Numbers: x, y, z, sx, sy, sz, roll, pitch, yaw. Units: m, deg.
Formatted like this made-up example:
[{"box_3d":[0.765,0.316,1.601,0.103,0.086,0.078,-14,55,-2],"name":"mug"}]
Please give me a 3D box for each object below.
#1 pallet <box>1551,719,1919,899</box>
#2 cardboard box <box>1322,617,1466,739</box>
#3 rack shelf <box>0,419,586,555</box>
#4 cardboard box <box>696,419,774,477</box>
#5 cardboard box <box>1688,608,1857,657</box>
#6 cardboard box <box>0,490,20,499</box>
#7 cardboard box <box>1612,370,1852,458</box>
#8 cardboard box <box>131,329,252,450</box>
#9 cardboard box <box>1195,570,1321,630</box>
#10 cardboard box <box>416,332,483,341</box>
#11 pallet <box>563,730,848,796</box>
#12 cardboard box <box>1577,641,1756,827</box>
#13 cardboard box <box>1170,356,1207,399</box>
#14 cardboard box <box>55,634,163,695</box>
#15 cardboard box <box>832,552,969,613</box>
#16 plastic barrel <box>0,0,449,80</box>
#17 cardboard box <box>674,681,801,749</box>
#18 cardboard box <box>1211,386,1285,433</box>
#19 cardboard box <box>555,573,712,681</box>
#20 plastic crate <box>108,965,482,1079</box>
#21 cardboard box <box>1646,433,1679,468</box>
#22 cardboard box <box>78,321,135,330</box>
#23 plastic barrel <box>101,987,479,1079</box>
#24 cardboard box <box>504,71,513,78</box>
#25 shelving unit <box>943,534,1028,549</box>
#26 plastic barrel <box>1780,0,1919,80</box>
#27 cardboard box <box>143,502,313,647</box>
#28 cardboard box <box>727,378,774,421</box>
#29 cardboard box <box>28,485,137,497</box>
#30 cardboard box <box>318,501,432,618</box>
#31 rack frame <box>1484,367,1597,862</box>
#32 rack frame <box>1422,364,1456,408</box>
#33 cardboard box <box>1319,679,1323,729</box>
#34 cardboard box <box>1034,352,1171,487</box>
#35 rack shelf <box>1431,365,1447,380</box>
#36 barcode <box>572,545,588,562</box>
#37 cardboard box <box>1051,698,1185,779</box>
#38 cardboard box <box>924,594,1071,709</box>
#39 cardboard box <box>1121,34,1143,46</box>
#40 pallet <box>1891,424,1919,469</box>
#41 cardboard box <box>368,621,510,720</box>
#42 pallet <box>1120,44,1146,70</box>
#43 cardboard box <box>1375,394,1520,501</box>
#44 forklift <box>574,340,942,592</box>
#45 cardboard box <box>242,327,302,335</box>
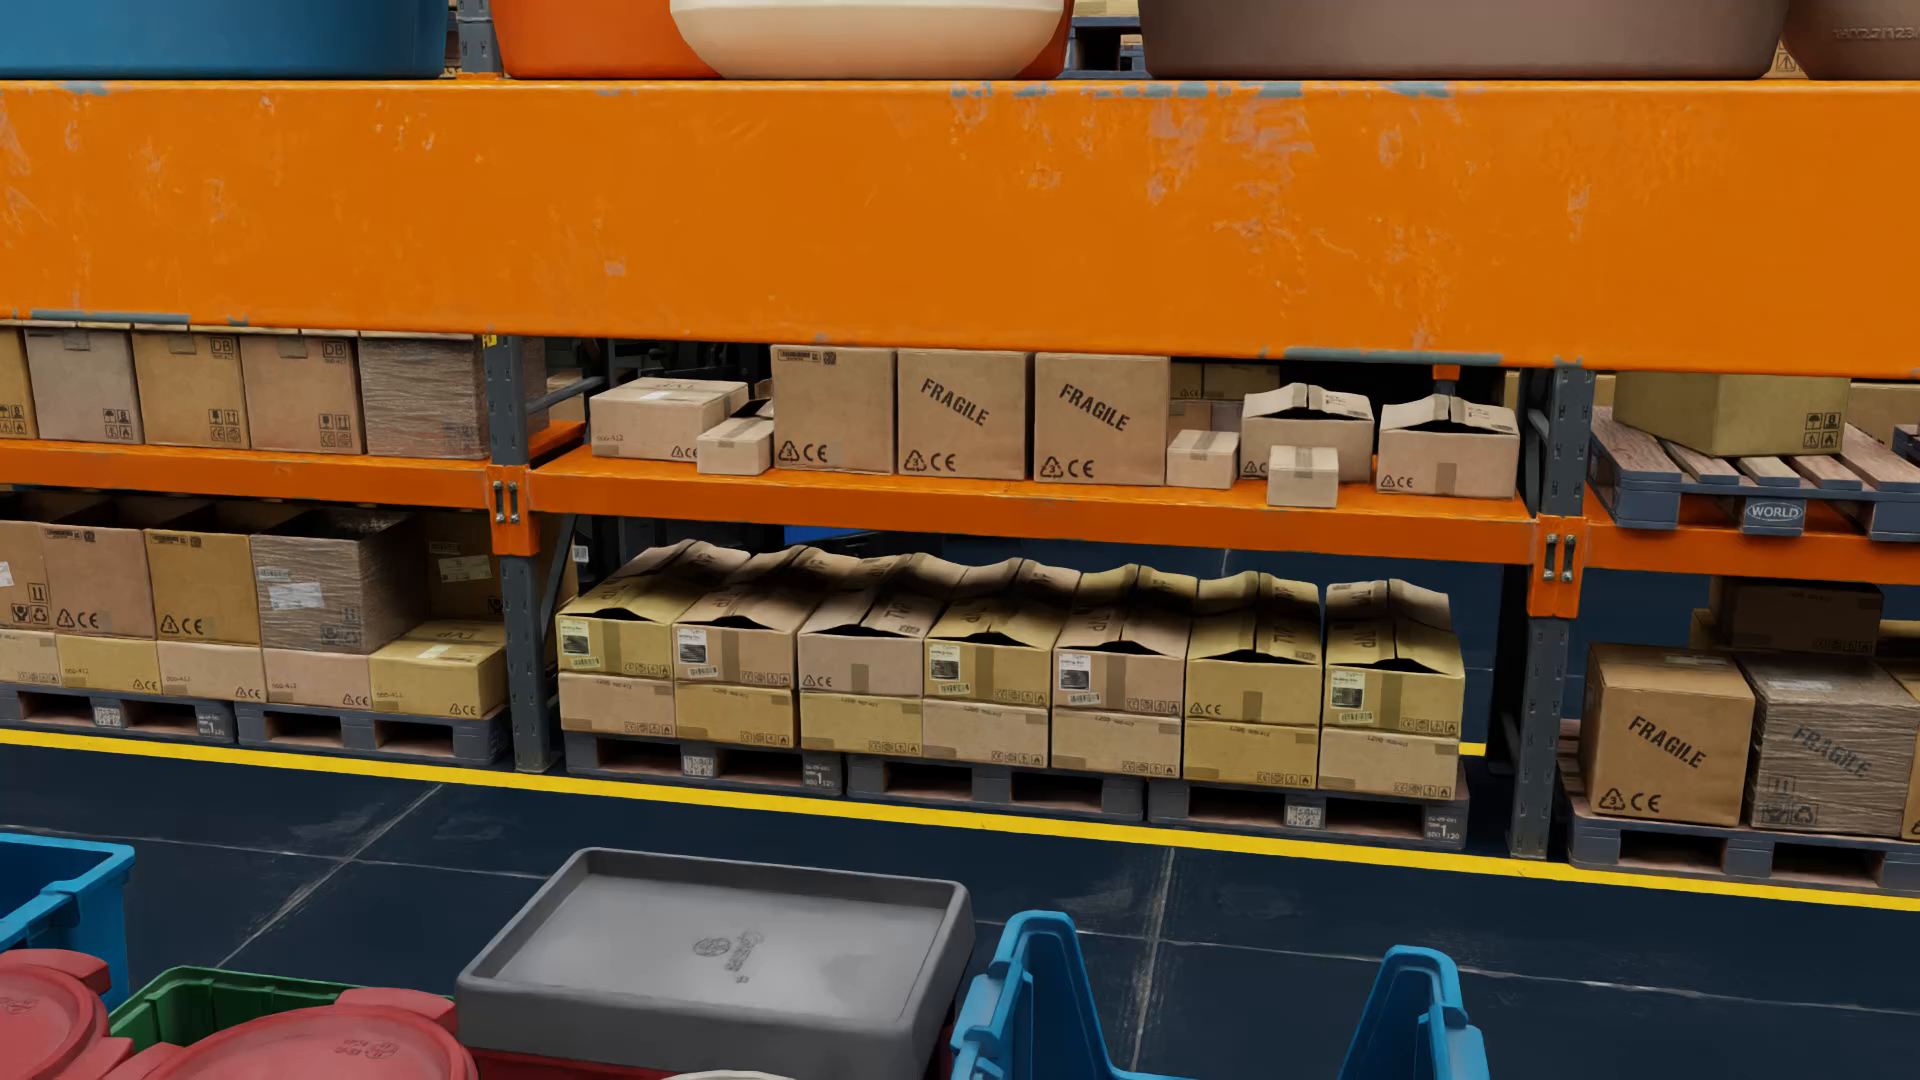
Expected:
[{"box_3d":[2.939,1.010,6.451,1.213,0.211,1.003,3,16,11],"name":"pallet"},{"box_3d":[1.653,0.505,6.362,0.500,0.311,0.500,4,16,13],"name":"cardboard box"},{"box_3d":[-3.664,-0.356,7.506,4.000,0.370,1.077,3,16,11],"name":"rack shelf"},{"box_3d":[-0.877,-0.375,6.697,0.250,0.149,0.380,3,16,11],"name":"cardboard box"},{"box_3d":[3.179,0.597,6.575,0.500,0.500,0.500,4,16,13],"name":"cardboard box"},{"box_3d":[-4.653,0.065,7.598,0.500,0.500,0.500,3,16,11],"name":"cardboard box"},{"box_3d":[2.855,-0.630,6.174,0.500,0.500,0.700,-2,16,-8],"name":"cardboard box"},{"box_3d":[-3.150,-0.721,7.287,0.500,0.500,0.700,3,16,12],"name":"cardboard box"},{"box_3d":[1.244,0.338,6.965,0.500,0.311,0.500,3,16,10],"name":"cardboard box"},{"box_3d":[-2.014,-0.916,6.776,0.250,0.149,0.380,3,16,11],"name":"cardboard box"},{"box_3d":[-0.975,0.776,7.294,1.213,0.211,1.003,3,16,11],"name":"pallet"},{"box_3d":[2.604,0.708,6.176,0.500,0.500,0.500,4,16,13],"name":"cardboard box"},{"box_3d":[1.432,-1.146,11.464,0.500,0.250,0.500,3,16,11],"name":"cardboard box"},{"box_3d":[-3.673,0.480,7.503,0.500,0.250,0.500,3,16,11],"name":"cardboard box"},{"box_3d":[-0.251,0.256,7.263,0.500,0.311,0.500,3,16,11],"name":"cardboard box"},{"box_3d":[-0.872,-0.948,1.738,0.708,0.901,0.600,3,16,11],"name":"plastic barrel"},{"box_3d":[-0.858,0.640,6.926,0.500,0.250,0.500,4,16,12],"name":"cardboard box"},{"box_3d":[2.001,-0.770,11.510,0.500,0.500,0.700,3,16,11],"name":"cardboard box"},{"box_3d":[-1.349,0.343,6.948,0.500,0.311,0.500,3,16,11],"name":"cardboard box"},{"box_3d":[-0.932,0.820,2.310,0.662,0.188,0.450,3,16,11],"name":"plastic crate"},{"box_3d":[4.750,-0.724,10.729,0.750,0.750,0.750,3,16,11],"name":"cardboard box"},{"box_3d":[-3.518,-0.997,7.070,0.250,0.149,0.380,4,16,13],"name":"cardboard box"},{"box_3d":[-0.658,0.804,1.716,0.433,0.535,0.433,0,15,0],"name":"plastic barrel"},{"box_3d":[-2.805,-3.438,11.441,0.500,0.500,0.500,4,16,15],"name":"cardboard box"},{"box_3d":[0.162,-0.569,10.300,0.503,1.200,0.258,3,16,11],"name":"shelving unit"},{"box_3d":[0.981,-0.684,1.515,0.421,0.512,0.421,0,15,0],"name":"plastic barrel"},{"box_3d":[-3.181,0.142,7.319,0.500,0.500,0.500,3,16,11],"name":"cardboard box"},{"box_3d":[-0.806,-0.533,7.049,0.258,0.266,0.396,3,16,10],"name":"cardboard box"},{"box_3d":[-4.057,-0.048,8.005,0.500,0.500,0.500,3,16,11],"name":"cardboard box"},{"box_3d":[-2.588,0.034,7.710,0.500,0.500,0.500,3,16,11],"name":"cardboard box"},{"box_3d":[2.215,-0.384,6.258,0.127,3.000,1.000,3,16,11],"name":"rack frame"},{"box_3d":[3.199,-1.680,10.937,0.127,3.000,1.000,3,16,11],"name":"rack frame"},{"box_3d":[1.268,0.608,7.043,0.500,0.250,0.500,3,16,10],"name":"cardboard box"},{"box_3d":[0.568,-0.517,6.552,0.500,0.500,0.500,2,16,8],"name":"cardboard box"},{"box_3d":[1.239,-1.439,11.417,4.000,0.370,1.077,3,16,11],"name":"rack shelf"},{"box_3d":[-1.537,0.056,6.731,0.075,0.075,0.001,3,16,11],"name":"barcode"},{"box_3d":[0.653,0.721,6.635,0.500,0.250,0.500,3,16,12],"name":"cardboard box"},{"box_3d":[0.158,0.425,6.654,0.500,0.311,0.500,4,16,13],"name":"cardboard box"},{"box_3d":[1.007,-3.473,10.818,0.500,0.500,0.500,3,16,9],"name":"cardboard box"},{"box_3d":[4.122,-0.189,5.915,1.213,0.211,1.003,3,16,11],"name":"pallet"},{"box_3d":[-2.202,0.559,7.220,0.500,0.250,0.500,3,16,11],"name":"cardboard box"},{"box_3d":[0.880,-3.133,10.914,1.003,0.211,1.213,3,16,11],"name":"pallet"},{"box_3d":[1.868,-0.372,6.381,0.500,0.311,0.500,4,16,15],"name":"cardboard box"},{"box_3d":[-1.630,-1.140,9.117,3.031,2.935,1.130,-9,18,-31],"name":"forklift"},{"box_3d":[-2.770,-0.956,6.923,0.250,0.149,0.380,3,16,11],"name":"cardboard box"}]
